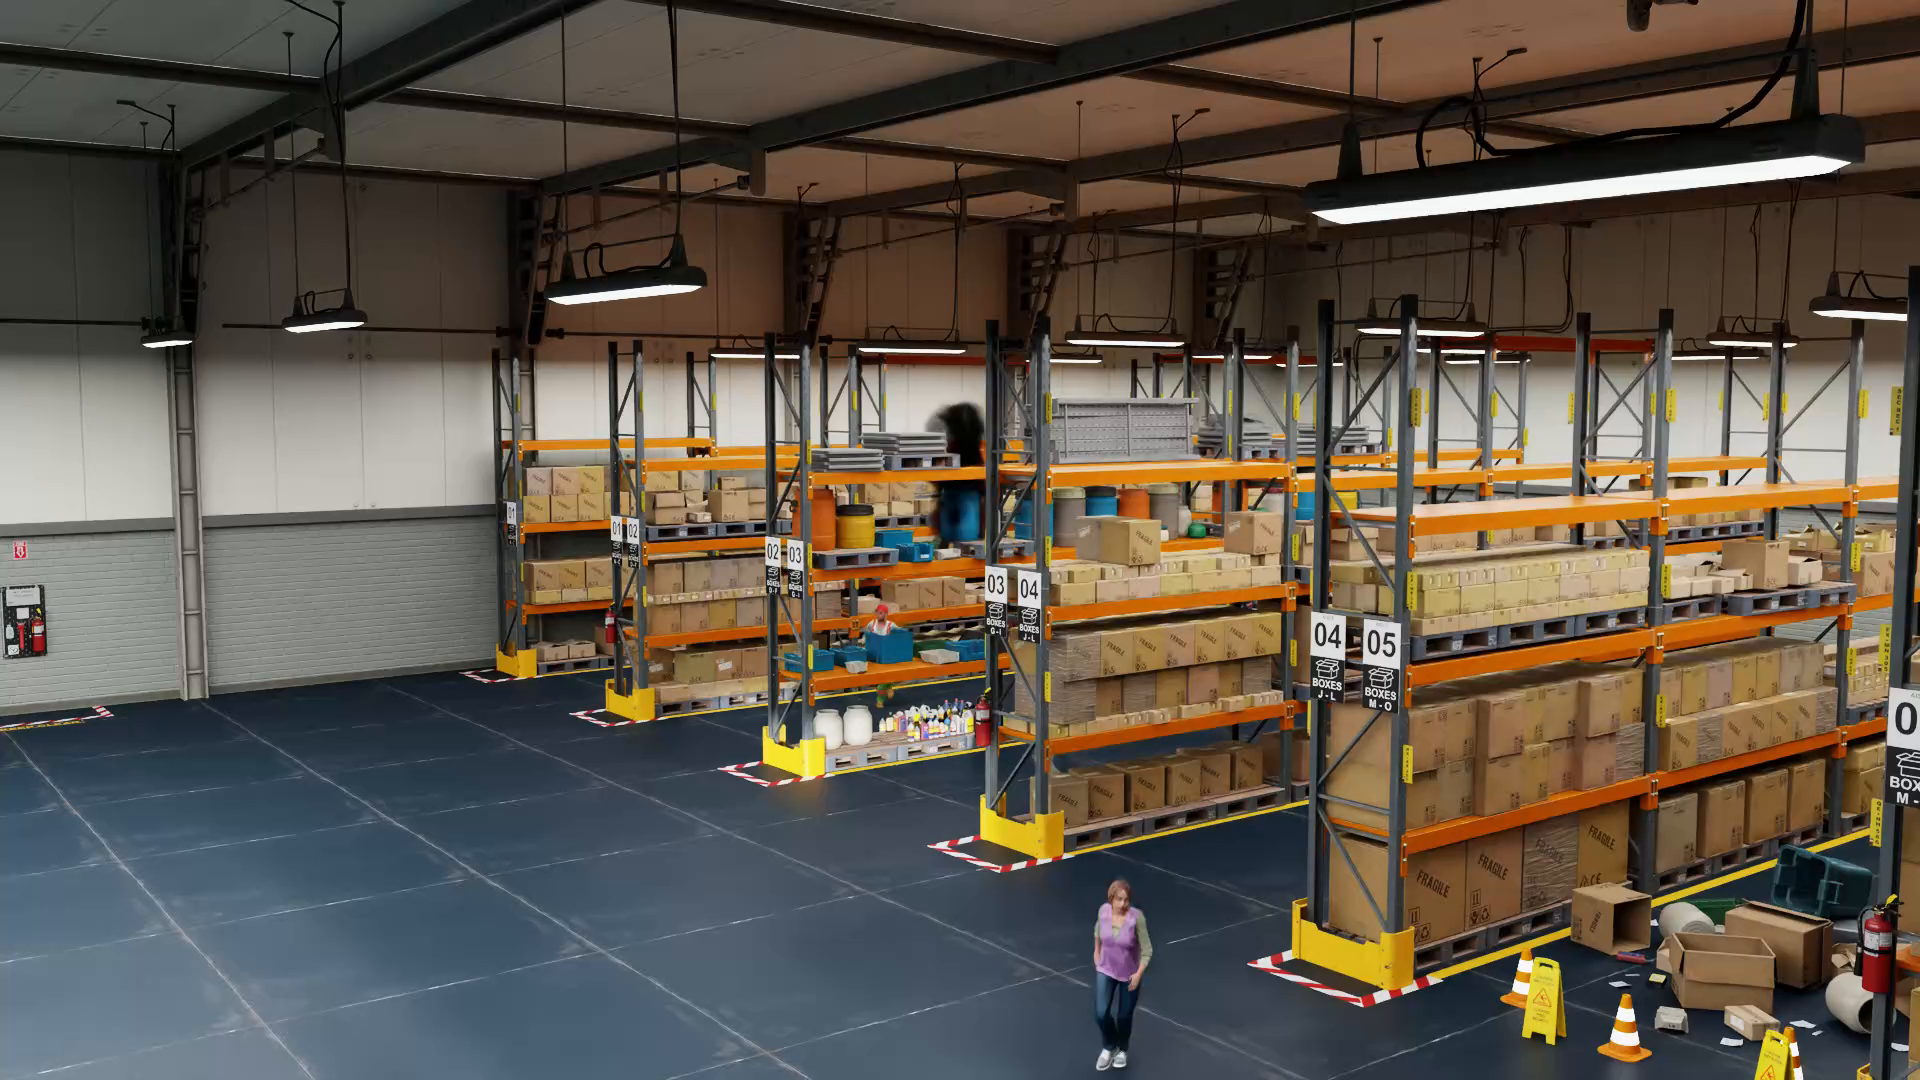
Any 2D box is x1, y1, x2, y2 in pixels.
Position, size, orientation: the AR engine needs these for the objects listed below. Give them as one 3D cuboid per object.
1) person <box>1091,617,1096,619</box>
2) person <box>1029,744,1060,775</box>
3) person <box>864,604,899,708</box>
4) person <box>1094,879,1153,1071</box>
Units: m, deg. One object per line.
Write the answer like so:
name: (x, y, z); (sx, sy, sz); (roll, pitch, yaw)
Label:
person: (2.714, 1.624, 30.408); (0.713, 1.761, 1.065); (3, 6, 32)
person: (1.111, 2.477, 21.111); (0.475, 1.771, 0.782); (0, 5, 4)
person: (-1.262, 1.875, 27.409); (0.660, 1.667, 0.525); (2, 5, 21)
person: (1.208, 3.287, 12.500); (0.508, 1.540, 0.779); (1, 5, 14)
